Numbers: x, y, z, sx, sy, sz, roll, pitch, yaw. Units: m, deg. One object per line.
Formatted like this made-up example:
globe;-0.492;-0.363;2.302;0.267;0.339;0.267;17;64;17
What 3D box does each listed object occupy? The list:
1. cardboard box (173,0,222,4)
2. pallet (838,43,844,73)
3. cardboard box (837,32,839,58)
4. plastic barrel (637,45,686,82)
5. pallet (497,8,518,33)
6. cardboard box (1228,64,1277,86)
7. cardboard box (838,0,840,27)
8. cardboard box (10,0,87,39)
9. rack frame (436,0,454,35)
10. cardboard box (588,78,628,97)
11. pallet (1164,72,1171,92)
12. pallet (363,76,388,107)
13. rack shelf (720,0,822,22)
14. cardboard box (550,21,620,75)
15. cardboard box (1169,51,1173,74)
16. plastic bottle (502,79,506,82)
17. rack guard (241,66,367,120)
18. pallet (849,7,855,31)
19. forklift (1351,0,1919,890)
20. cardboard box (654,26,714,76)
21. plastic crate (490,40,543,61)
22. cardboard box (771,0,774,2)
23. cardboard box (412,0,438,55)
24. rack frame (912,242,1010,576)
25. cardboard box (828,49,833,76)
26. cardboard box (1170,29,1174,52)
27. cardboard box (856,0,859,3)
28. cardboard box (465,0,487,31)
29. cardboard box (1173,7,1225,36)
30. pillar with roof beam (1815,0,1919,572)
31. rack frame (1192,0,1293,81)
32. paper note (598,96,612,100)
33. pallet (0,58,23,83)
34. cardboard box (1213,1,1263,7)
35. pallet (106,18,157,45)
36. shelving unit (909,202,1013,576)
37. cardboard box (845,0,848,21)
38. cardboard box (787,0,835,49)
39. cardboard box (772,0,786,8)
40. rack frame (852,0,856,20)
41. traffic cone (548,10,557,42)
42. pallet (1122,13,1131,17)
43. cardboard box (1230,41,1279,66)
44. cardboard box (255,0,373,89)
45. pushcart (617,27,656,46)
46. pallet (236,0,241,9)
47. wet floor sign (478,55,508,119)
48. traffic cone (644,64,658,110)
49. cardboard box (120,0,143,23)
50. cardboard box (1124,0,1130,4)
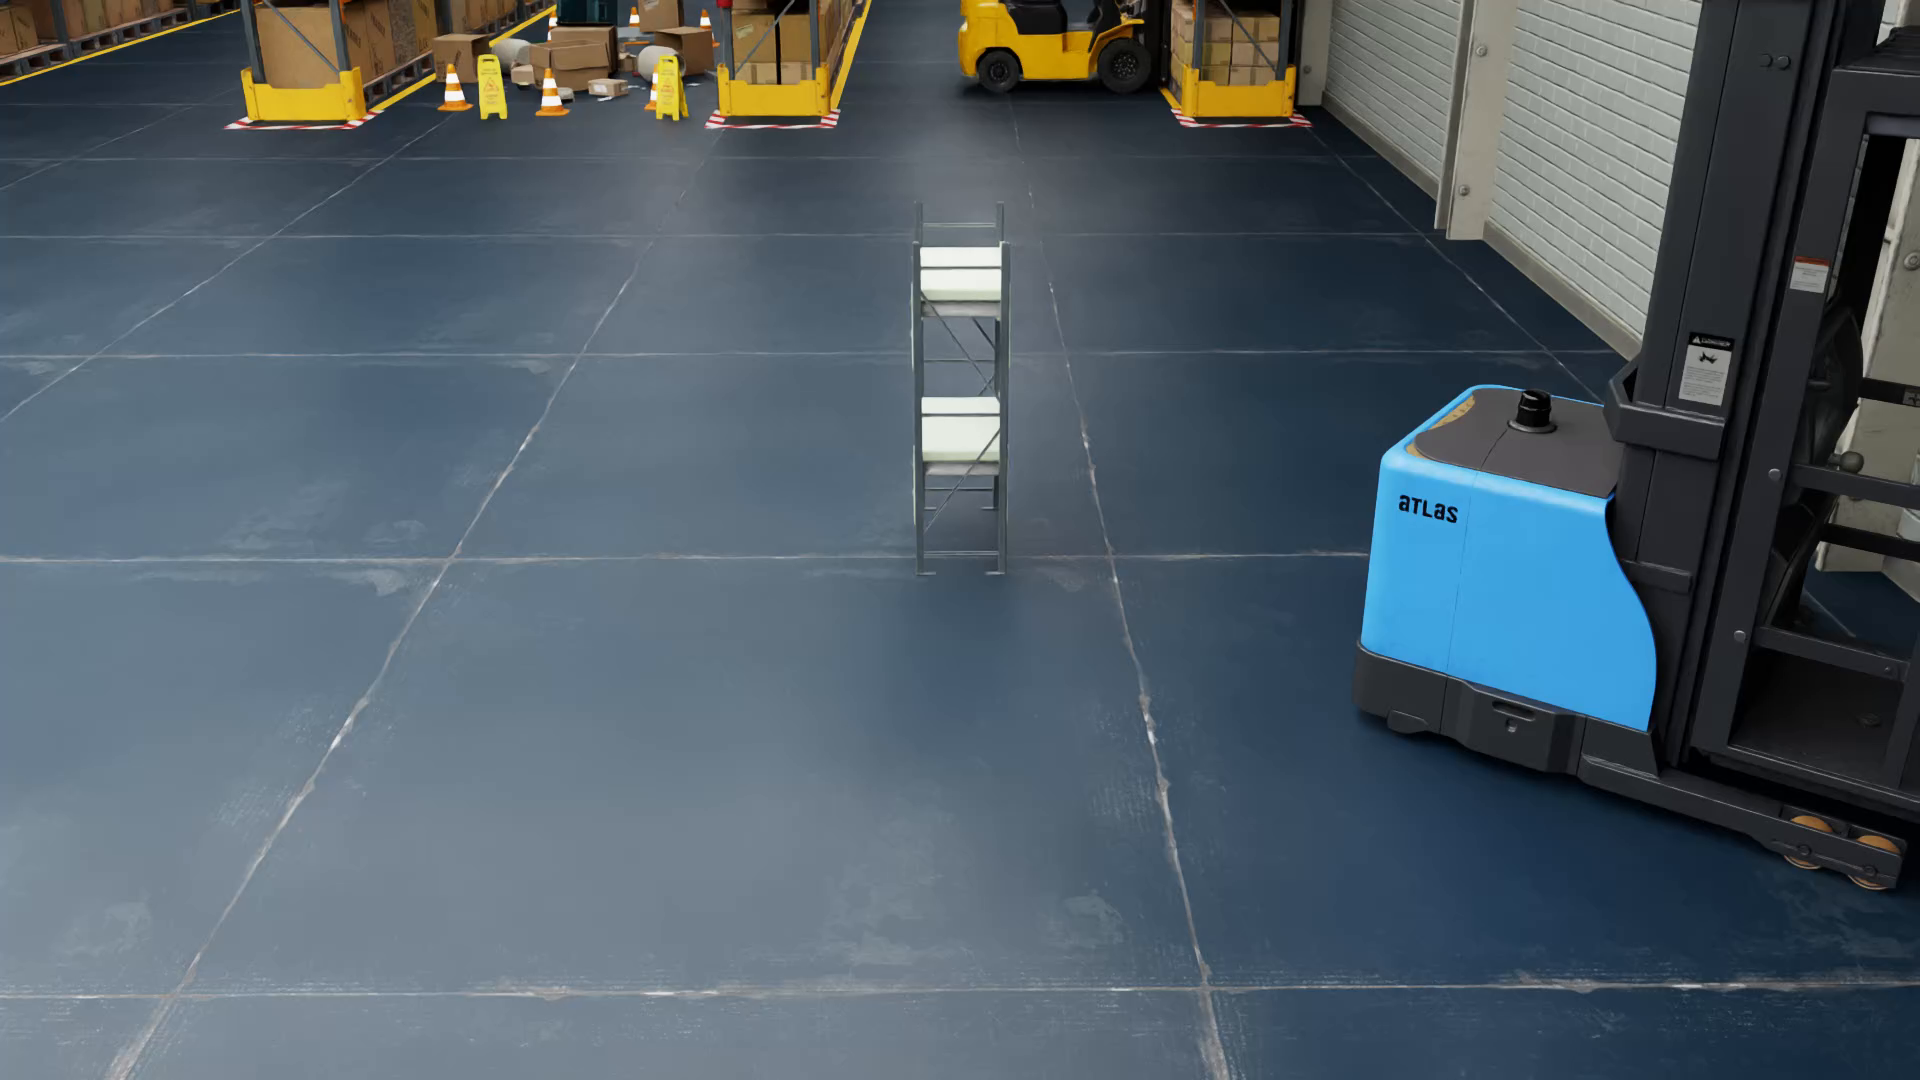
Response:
cardboard box;-11.970;-8.698;25.410;1.225;0.875;0.875;-1;24;-3
pallet;-1.988;-6.040;20.847;1.003;0.211;1.213;0;24;-1
cardboard box;-1.740;-6.063;20.343;0.500;0.250;0.500;-1;24;-2
plastic barrel;-3.523;-5.609;19.638;0.512;0.421;0.421;19;30;35
pallet;-7.090;-7.575;24.243;1.003;0.211;1.213;0;24;-1
cardboard box;3.167;-5.104;18.222;0.500;0.250;0.500;0;24;0
cardboard box;-1.756;-6.624;20.674;0.500;0.500;0.500;-1;24;-1
cardboard box;-11.925;-6.857;21.770;0.700;0.500;0.500;-2;24;-5
rack frame;-6.979;-7.523;20.743;1.000;3.000;0.127;0;24;-1
cardboard box;-4.021;-5.170;19.001;0.380;0.149;0.250;13;27;27
pallet;2.916;-5.508;19.672;1.003;0.211;1.213;0;24;-1
pallet;-7.022;-4.933;18.401;1.003;0.211;1.213;0;24;-1
rack shelf;-2.009;-6.435;19.210;1.077;0.370;4.000;0;24;-1
cardboard box;-4.556;-5.960;20.154;0.797;0.637;0.503;0;24;-1
cardboard box;2.663;-5.504;19.107;0.500;0.250;0.500;0;24;0
plastic bottle;-5.537;-5.448;19.722;0.283;0.061;0.133;-9;26;-19
rack guard;-6.935;-4.726;17.592;1.175;0.500;0.348;0;24;-1
pallet;-2.067;-7.642;24.391;1.003;0.211;1.213;0;24;-1
forklift;2.966;-0.473;5.238;3.031;2.935;1.130;16;29;32
cardboard box;-3.380;-6.001;20.409;0.500;0.500;0.500;19;30;35
plastic crate;-5.667;-6.202;21.165;0.450;0.188;0.662;3;22;31
cardboard box;-2.328;-6.206;18.962;0.380;0.149;0.250;1;24;2
cardboard box;-7.042;-6.487;20.521;0.875;0.875;0.875;0;24;0
rack frame;0.004;-0.530;7.101;0.400;1.500;0.023;0;24;-1
cardboard box;-1.717;-5.421;18.923;0.500;0.250;0.500;1;24;1
cardboard box;2.637;-5.747;19.037;0.500;0.250;0.500;-1;24;-2
cardboard box;-1.999;-8.743;25.510;0.875;0.875;0.875;0;24;-1
cardboard box;-7.083;-7.342;22.564;1.050;0.750;0.750;0;24;-1
cardboard box;2.648;-5.755;18.448;0.500;0.250;0.500;0;24;0
pillar with roof beam;-0.304;-4.023;5.724;9.100;9.000;0.400;0;24;-1
rack frame;2.976;-5.962;17.293;1.000;3.000;0.127;0;24;-1
paper note;-3.988;-4.966;18.693;0.148;0.019;0.142;-9;26;-19
pallet;-11.881;-5.491;19.635;1.003;0.211;1.213;0;24;-1
cardboard box;3.157;-5.967;18.917;0.500;0.250;0.500;0;24;-1
pallet;-11.966;-7.096;23.184;1.003;0.211;1.213;0;24;-1
shelving unit;0.000;-0.681;7.435;0.431;1.500;0.755;0;24;-1
cardboard box;-2.059;-7.380;23.106;0.950;0.372;0.625;1;24;1
cardboard box;-1.727;-5.984;19.258;0.500;0.500;0.500;0;24;0
cardboard box;-2.264;-5.971;19.228;0.500;0.500;0.500;-1;24;-2
rack frame;-2.074;-9.235;24.529;1.000;3.000;0.127;0;24;-1
traffic cone;-5.484;-6.926;22.503;0.336;0.463;0.334;0;24;-1
pallet;2.859;-7.649;24.406;1.003;0.211;1.213;0;24;-1
cardboard box;3.179;-5.323;18.100;0.500;0.250;0.500;0;24;0
cardboard box;-7.009;-5.377;18.067;0.875;0.875;0.875;0;24;0
pushcart;-4.310;-6.361;21.357;1.648;0.377;0.936;-9;26;-19
pallet;-11.927;-8.746;26.833;1.003;0.211;1.213;0;24;-1
wet floor sign;-4.955;-4.799;17.577;0.267;0.644;0.232;-4;25;-10
traffic cone;-3.282;-4.954;18.142;0.336;0.463;0.334;0;24;-1
cardboard box;-11.924;-7.514;23.223;0.700;0.500;0.500;2;24;4
cardboard box;2.882;-8.111;24.416;0.875;0.625;0.625;1;24;1
